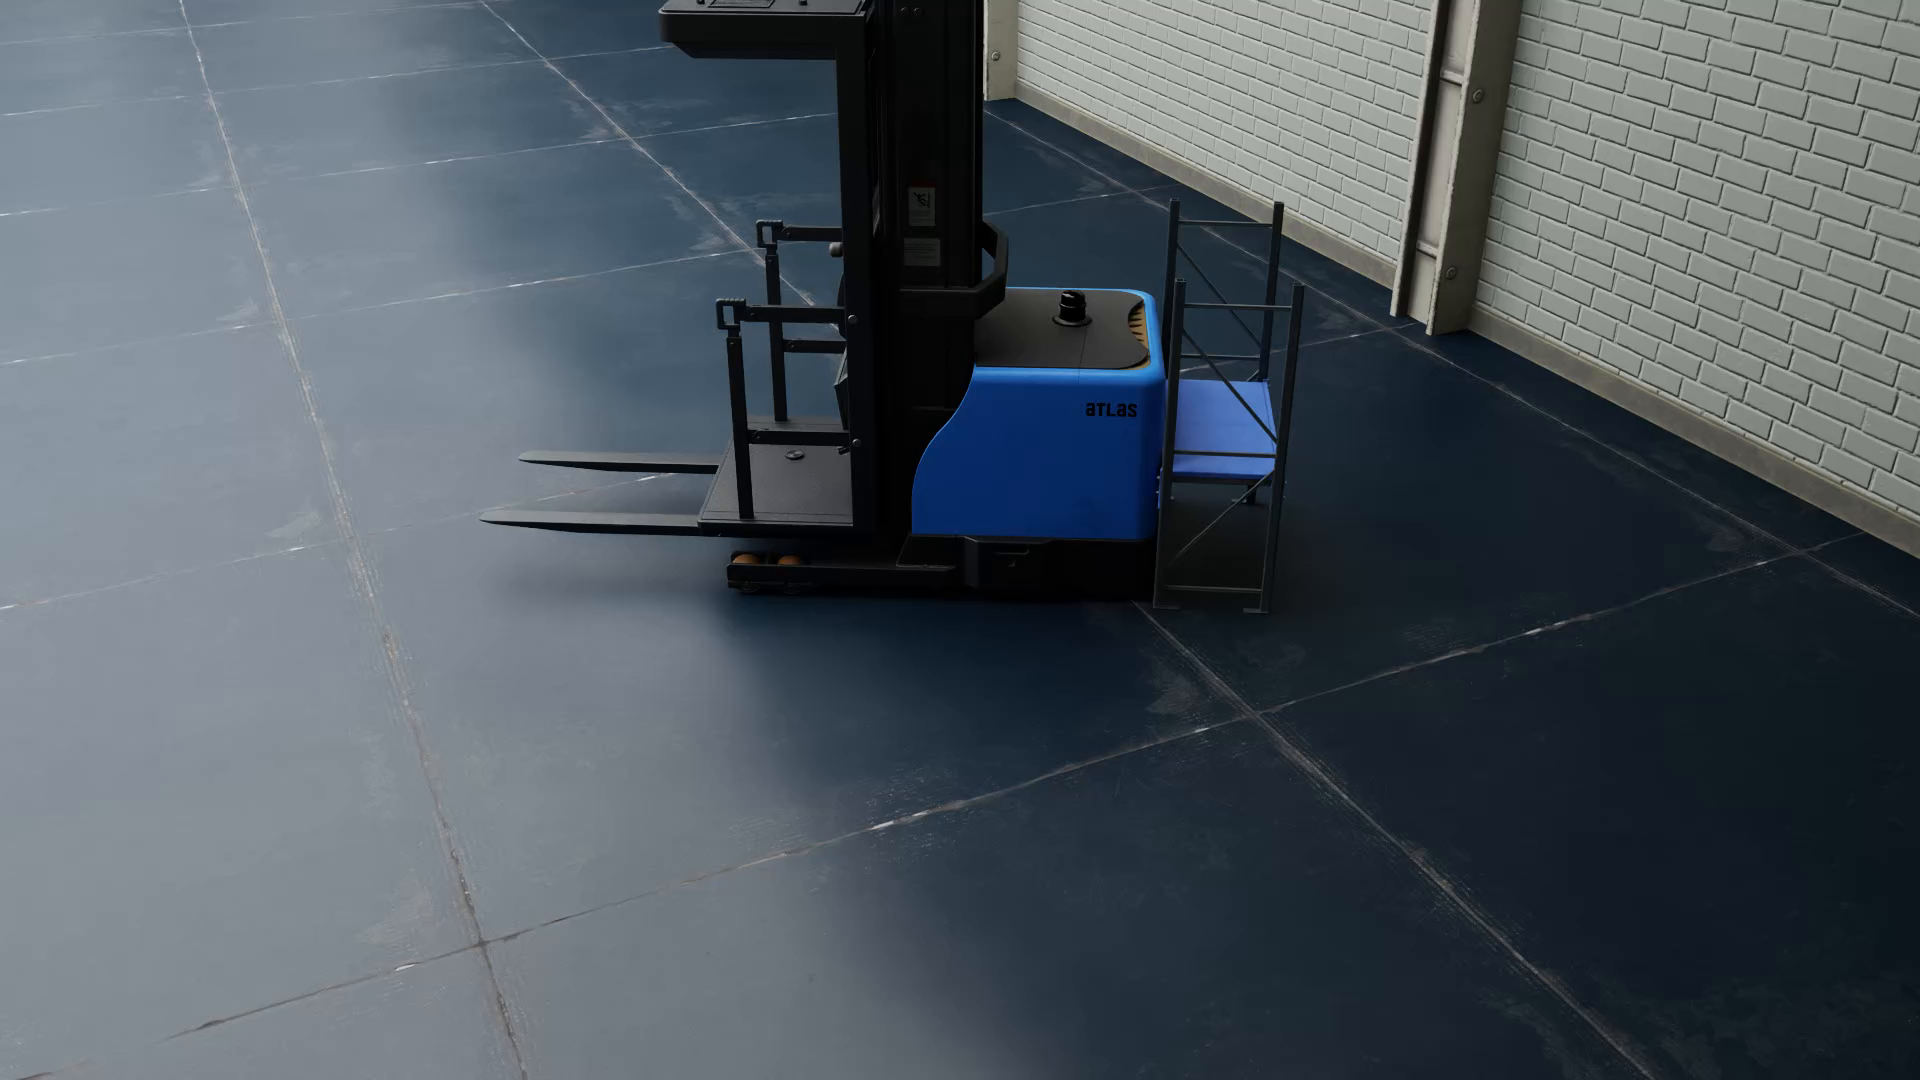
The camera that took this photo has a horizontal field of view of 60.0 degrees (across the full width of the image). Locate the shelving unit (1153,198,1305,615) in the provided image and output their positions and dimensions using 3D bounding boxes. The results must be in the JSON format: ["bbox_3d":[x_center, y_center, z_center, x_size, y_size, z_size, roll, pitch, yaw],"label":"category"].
[{"bbox_3d":[1.135,-0.598,7.284,0.538,1.500,1.048,3,29,5],"label":"shelving unit"}]

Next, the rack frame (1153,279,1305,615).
[{"bbox_3d":[1.089,-0.351,6.842,0.500,1.500,0.032,3,29,5],"label":"rack frame"}]

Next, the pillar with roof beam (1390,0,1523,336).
[{"bbox_3d":[-1.022,-4.359,6.324,9.100,9.000,0.400,-13,32,-22],"label":"pillar with roof beam"}]

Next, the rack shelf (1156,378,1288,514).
[{"bbox_3d":[1.135,-0.441,7.371,0.538,0.185,1.000,3,29,5],"label":"rack shelf"}]

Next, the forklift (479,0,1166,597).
[{"bbox_3d":[-0.629,-1.296,7.065,3.031,2.935,1.130,2,29,3],"label":"forklift"}]

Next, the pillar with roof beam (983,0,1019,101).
[{"bbox_3d":[-3.598,-7.010,11.050,9.100,9.000,0.400,-13,32,-22],"label":"pillar with roof beam"}]

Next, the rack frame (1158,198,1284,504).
[{"bbox_3d":[1.182,-0.846,7.725,0.500,1.500,0.032,3,29,5],"label":"rack frame"}]
